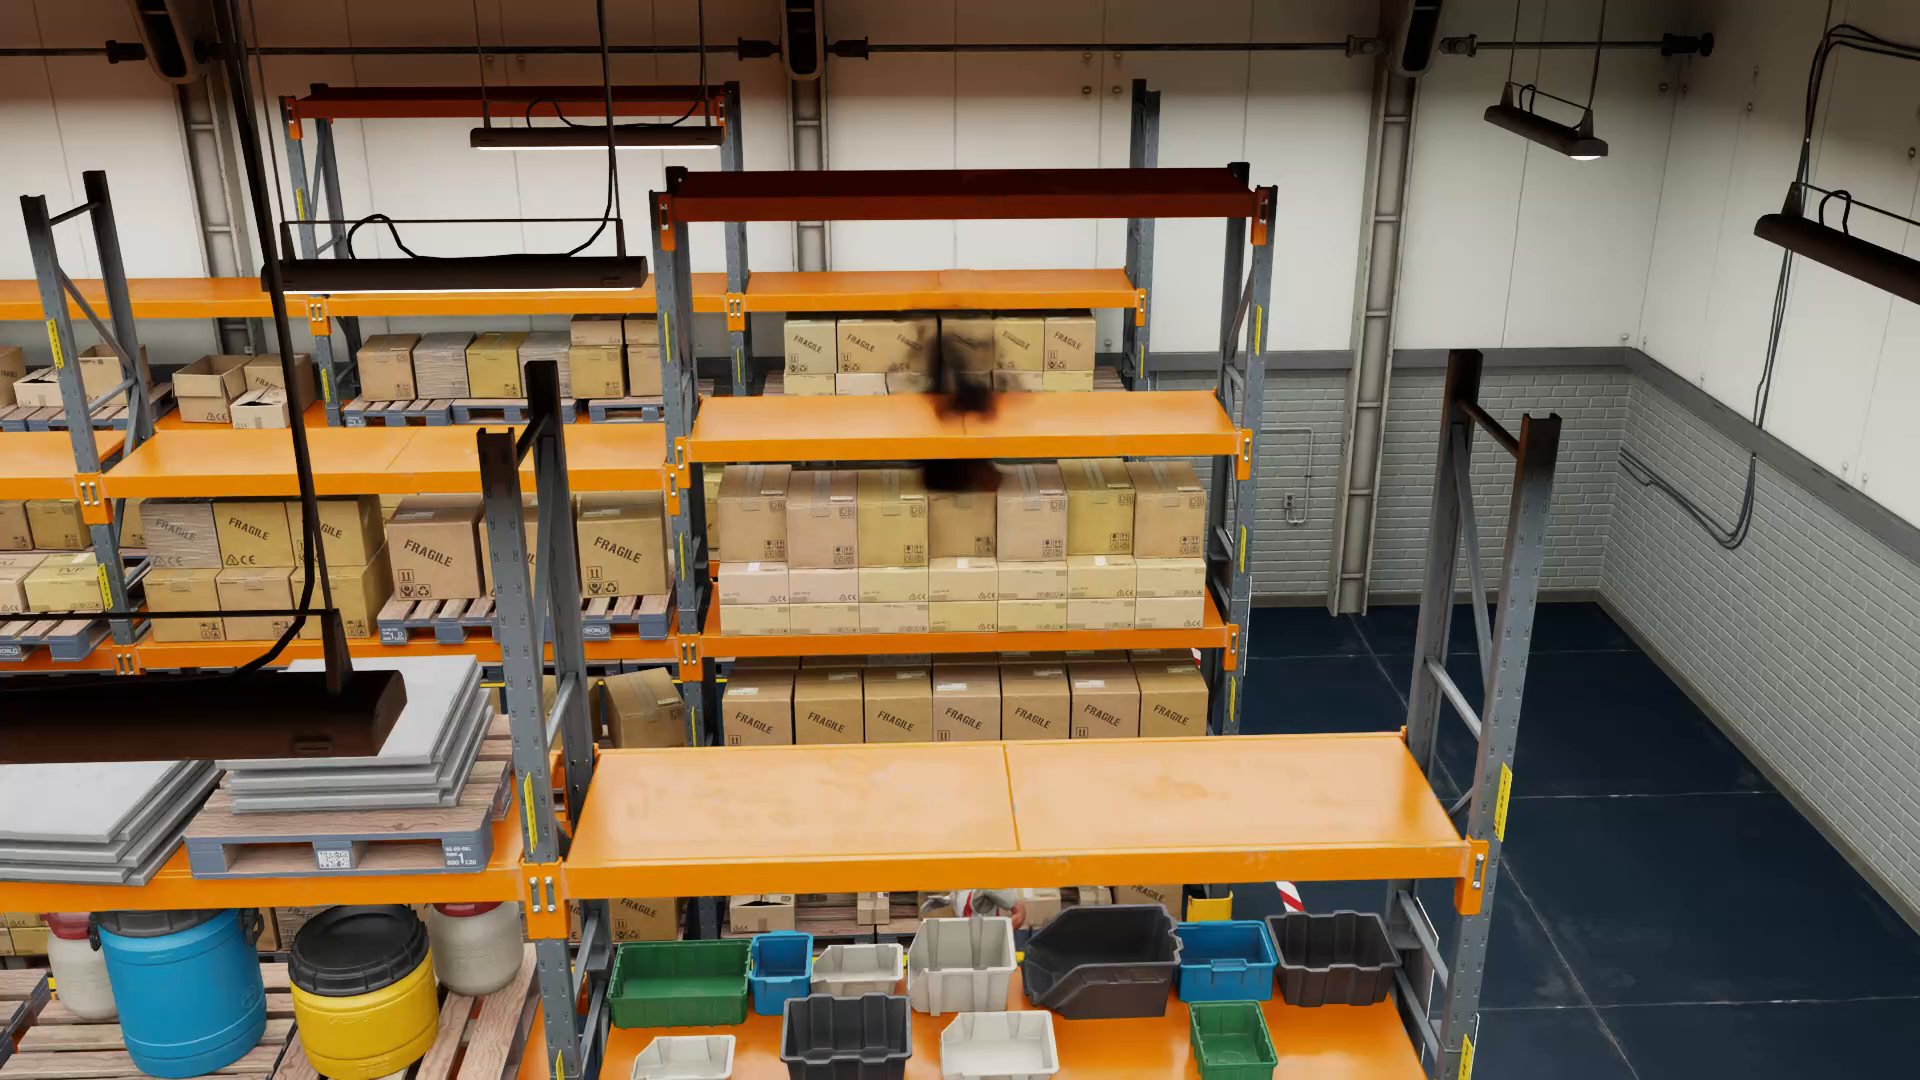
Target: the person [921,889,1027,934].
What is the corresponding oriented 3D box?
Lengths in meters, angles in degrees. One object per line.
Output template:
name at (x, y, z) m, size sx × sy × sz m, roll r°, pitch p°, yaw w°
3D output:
person at (0.165, 2.745, 11.318) m, size 0.945 × 1.820 × 0.630 m, roll -5°, pitch 23°, yaw -13°
